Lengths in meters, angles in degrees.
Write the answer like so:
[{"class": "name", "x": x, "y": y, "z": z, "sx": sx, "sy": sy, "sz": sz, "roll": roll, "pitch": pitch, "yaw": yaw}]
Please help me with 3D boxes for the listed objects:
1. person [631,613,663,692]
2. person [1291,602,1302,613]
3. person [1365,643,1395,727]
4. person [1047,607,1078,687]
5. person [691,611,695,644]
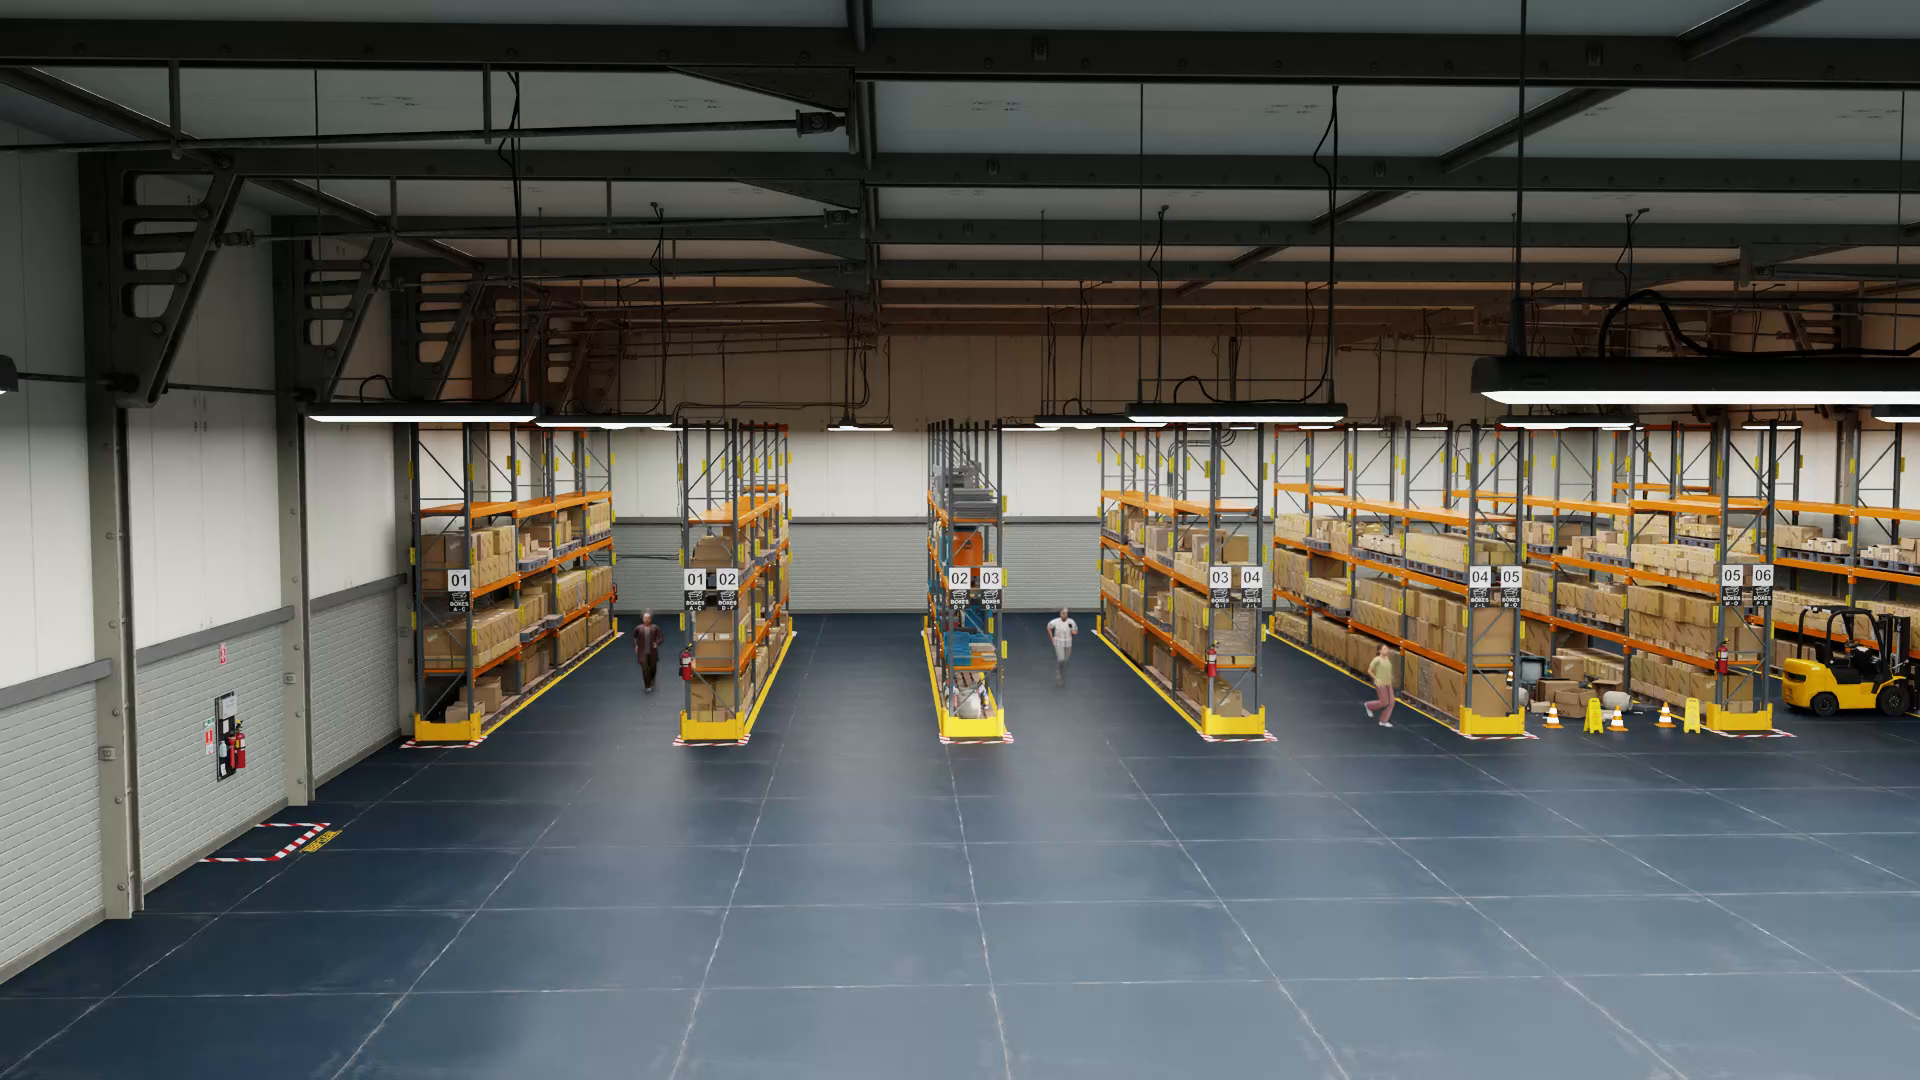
[{"class": "person", "x": -6.934, "y": 2.490, "z": 36.892, "sx": 0.704, "sy": 1.735, "sz": 0.724, "roll": -1, "pitch": 4, "yaw": -10}, {"class": "person", "x": 10.014, "y": 1.762, "z": 49.171, "sx": 0.769, "sy": 1.640, "sz": 0.636, "roll": 0, "pitch": 4, "yaw": 4}, {"class": "person", "x": 8.254, "y": 2.829, "z": 32.610, "sx": 0.585, "sy": 1.629, "sz": 0.624, "roll": -2, "pitch": 4, "yaw": -34}, {"class": "person", "x": 2.354, "y": 2.432, "z": 37.927, "sx": 0.636, "sy": 1.836, "sz": 0.827, "roll": -1, "pitch": 4, "yaw": -15}, {"class": "person", "x": -6.694, "y": 2.111, "z": 42.756, "sx": 0.679, "sy": 1.813, "sz": 0.849, "roll": 0, "pitch": 4, "yaw": -1}]
